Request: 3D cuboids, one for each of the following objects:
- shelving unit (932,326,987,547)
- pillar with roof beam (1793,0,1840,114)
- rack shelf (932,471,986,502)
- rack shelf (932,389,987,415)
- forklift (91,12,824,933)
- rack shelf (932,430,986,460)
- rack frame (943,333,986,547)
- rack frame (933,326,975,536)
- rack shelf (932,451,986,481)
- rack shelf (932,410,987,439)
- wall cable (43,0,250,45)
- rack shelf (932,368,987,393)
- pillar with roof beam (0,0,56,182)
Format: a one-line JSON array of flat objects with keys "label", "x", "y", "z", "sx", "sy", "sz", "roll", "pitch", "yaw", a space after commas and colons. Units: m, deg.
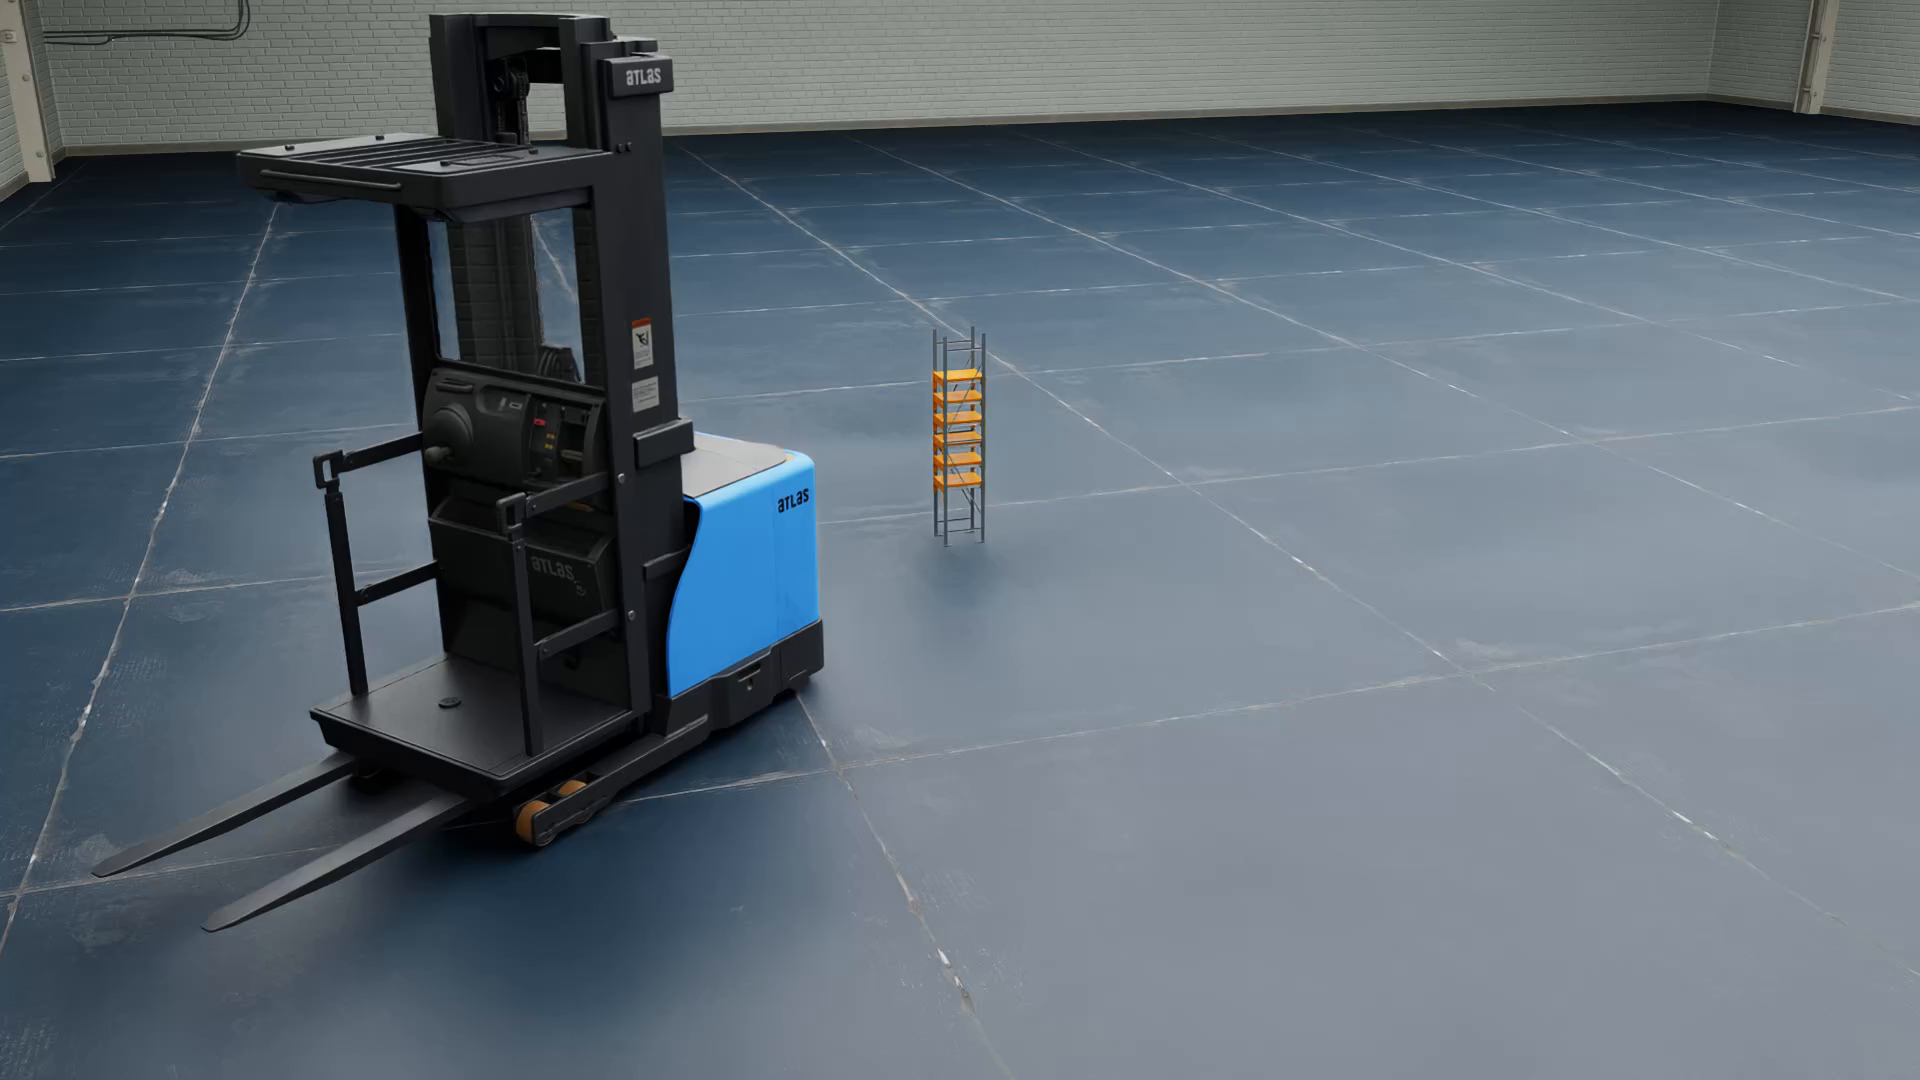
[{"label": "shelving unit", "x": -0.005, "y": -0.569, "z": 9.227, "sx": 0.258, "sy": 1.200, "sz": 0.189, "roll": -6, "pitch": 21, "yaw": -17}, {"label": "pillar with roof beam", "x": 12.725, "y": -12.255, "z": 30.223, "sx": 9.100, "sy": 9.000, "sz": 0.400, "roll": -6, "pitch": 21, "yaw": -17}, {"label": "rack shelf", "x": -0.005, "y": -0.302, "z": 9.323, "sx": 0.258, "sy": 0.103, "sz": 0.180, "roll": -6, "pitch": 21, "yaw": -17}, {"label": "rack shelf", "x": -0.005, "y": -0.753, "z": 9.160, "sx": 0.258, "sy": 0.103, "sz": 0.180, "roll": -6, "pitch": 21, "yaw": -17}, {"label": "forklift", "x": -1.843, "y": -0.415, "z": 6.235, "sx": 1.130, "sy": 2.935, "sz": 3.031, "roll": 12, "pitch": 23, "yaw": 31}, {"label": "rack shelf", "x": -0.005, "y": -0.528, "z": 9.242, "sx": 0.258, "sy": 0.103, "sz": 0.180, "roll": -6, "pitch": 21, "yaw": -17}, {"label": "rack frame", "x": 0.024, "y": -0.540, "z": 9.145, "sx": 0.240, "sy": 1.200, "sz": 0.006, "roll": -6, "pitch": 21, "yaw": -17}, {"label": "rack frame", "x": -0.033, "y": -0.599, "z": 9.308, "sx": 0.240, "sy": 1.200, "sz": 0.006, "roll": -6, "pitch": 21, "yaw": -17}, {"label": "rack shelf", "x": -0.005, "y": -0.415, "z": 9.282, "sx": 0.258, "sy": 0.103, "sz": 0.180, "roll": -6, "pitch": 21, "yaw": -17}, {"label": "rack shelf", "x": -0.005, "y": -0.640, "z": 9.201, "sx": 0.258, "sy": 0.103, "sz": 0.180, "roll": -6, "pitch": 21, "yaw": -17}, {"label": "wall cable", "x": -12.763, "y": -8.990, "z": 25.726, "sx": 3.097, "sy": 2.526, "sz": 0.112, "roll": -6, "pitch": 21, "yaw": -17}, {"label": "rack shelf", "x": -0.005, "y": -0.866, "z": 9.120, "sx": 0.258, "sy": 0.103, "sz": 0.180, "roll": -6, "pitch": 21, "yaw": -17}, {"label": "pillar with roof beam", "x": -9.005, "y": -9.823, "z": 23.452, "sx": 9.100, "sy": 9.000, "sz": 0.400, "roll": -6, "pitch": 21, "yaw": -17}]
